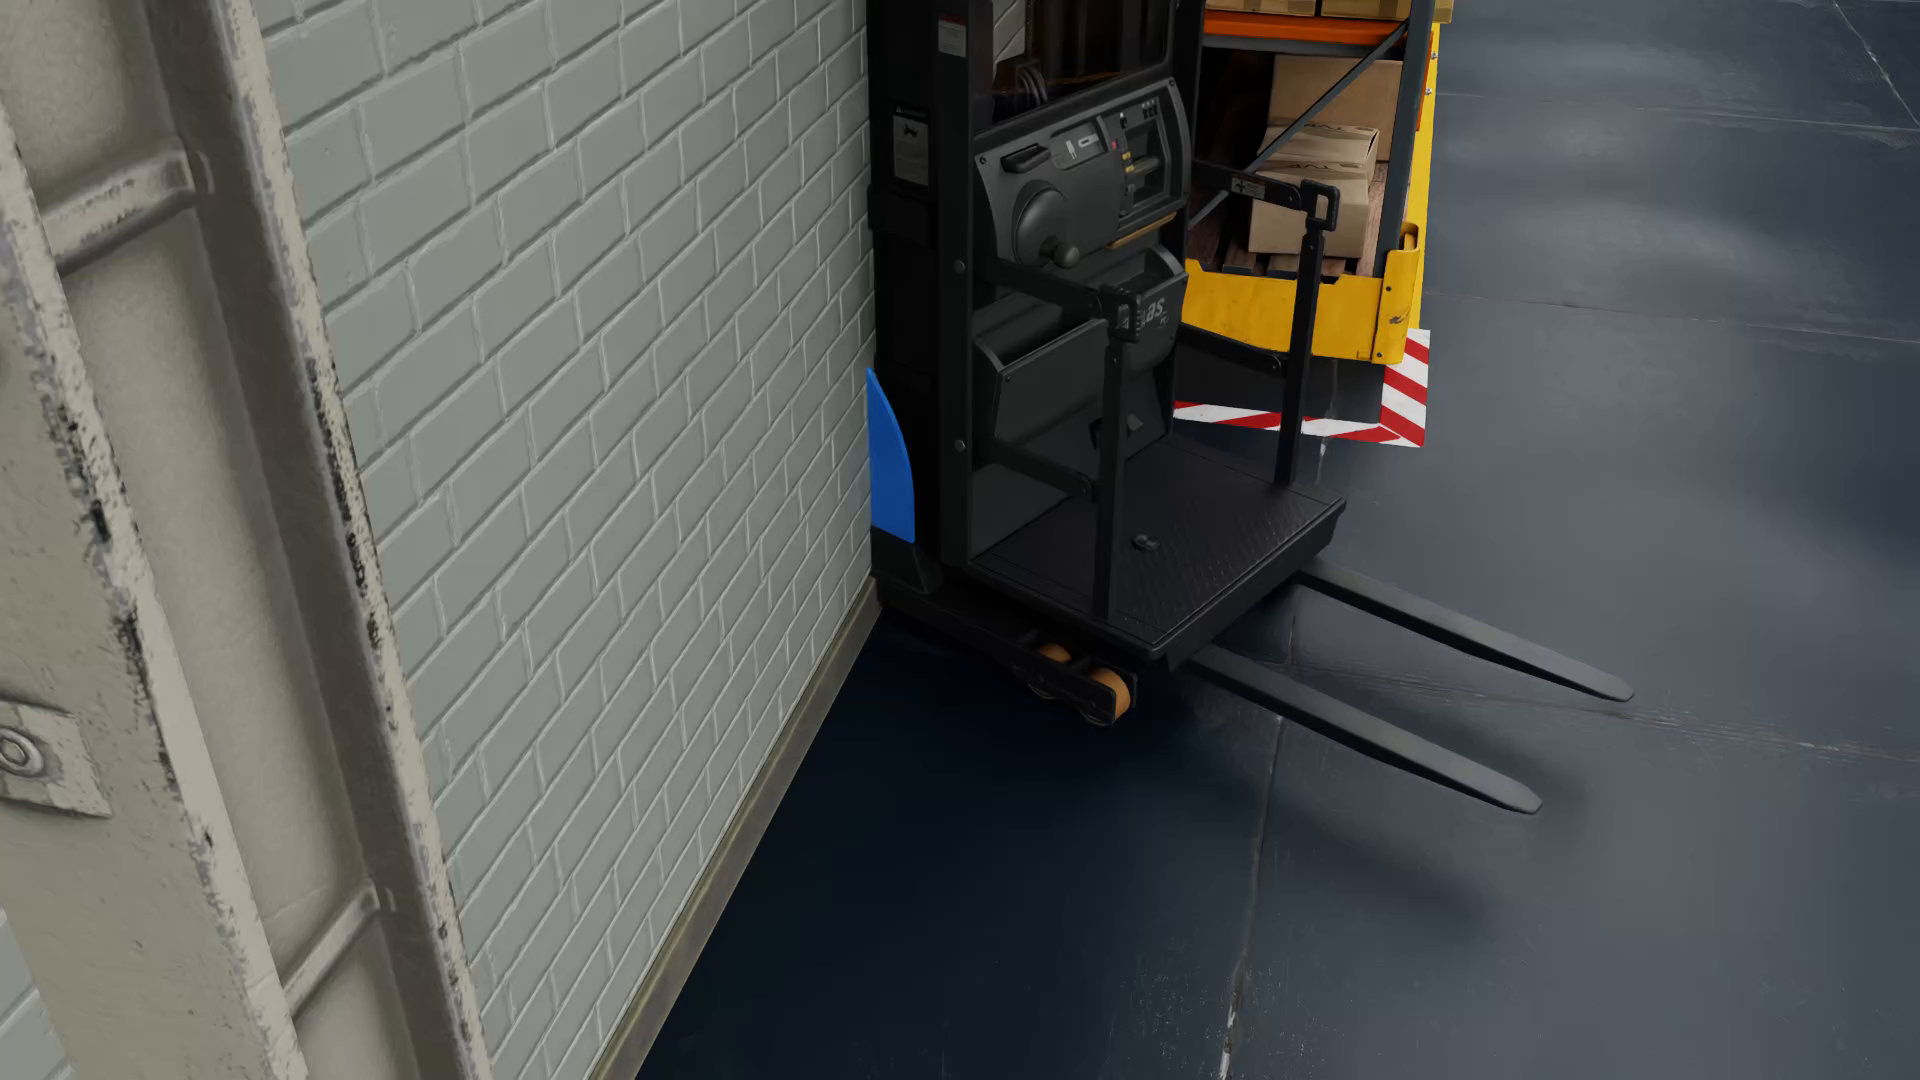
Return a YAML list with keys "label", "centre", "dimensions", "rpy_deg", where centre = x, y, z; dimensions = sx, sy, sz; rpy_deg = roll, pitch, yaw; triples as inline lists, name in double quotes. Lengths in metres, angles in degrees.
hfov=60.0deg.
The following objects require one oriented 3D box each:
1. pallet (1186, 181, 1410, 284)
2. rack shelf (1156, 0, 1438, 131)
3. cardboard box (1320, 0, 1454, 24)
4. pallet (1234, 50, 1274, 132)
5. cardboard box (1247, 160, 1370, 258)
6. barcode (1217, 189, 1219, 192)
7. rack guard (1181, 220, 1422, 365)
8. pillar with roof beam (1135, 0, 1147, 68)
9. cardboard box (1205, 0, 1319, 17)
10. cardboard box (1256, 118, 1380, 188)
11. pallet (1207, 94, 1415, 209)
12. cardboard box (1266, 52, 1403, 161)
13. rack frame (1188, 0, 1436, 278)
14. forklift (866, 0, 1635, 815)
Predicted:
- label: "pallet"
  centre: [1.547, -1.393, 7.744]
  dimensions: [1.003, 0.211, 1.213]
  rpy_deg: [8, 33, 12]
- label: "rack shelf"
  centre: [1.794, -2.847, 8.104]
  dimensions: [1.077, 0.370, 4.000]
  rpy_deg: [8, 33, 12]
- label: "cardboard box"
  centre: [1.718, -2.268, 6.643]
  dimensions: [0.500, 0.250, 0.500]
  rpy_deg: [7, 33, 11]
- label: "pallet"
  centre: [2.166, -2.659, 9.735]
  dimensions: [1.003, 0.211, 1.213]
  rpy_deg: [8, 33, 12]
- label: "cardboard box"
  centre: [1.550, -1.511, 7.427]
  dimensions: [0.500, 0.311, 0.500]
  rpy_deg: [4, 33, 7]
- label: "barcode"
  centre: [1.167, -1.579, 7.525]
  dimensions: [0.001, 0.075, 0.075]
  rpy_deg: [8, 33, 12]
- label: "rack guard"
  centre: [1.306, -1.098, 7.011]
  dimensions: [1.175, 0.500, 0.348]
  rpy_deg: [8, 33, 12]
- label: "pillar with roof beam"
  centre: [4.792, -4.540, 4.503]
  dimensions: [9.100, 9.000, 0.400]
  rpy_deg: [8, 33, 12]
- label: "cardboard box"
  centre: [1.218, -2.327, 6.736]
  dimensions: [0.500, 0.250, 0.500]
  rpy_deg: [8, 33, 13]
- label: "cardboard box"
  centre: [1.694, -1.807, 7.892]
  dimensions: [0.500, 0.311, 0.500]
  rpy_deg: [11, 34, 16]
- label: "pallet"
  centre: [1.858, -2.024, 8.736]
  dimensions: [1.003, 0.211, 1.213]
  rpy_deg: [8, 33, 12]
- label: "cardboard box"
  centre: [1.929, -2.260, 8.430]
  dimensions: [0.700, 0.500, 0.500]
  rpy_deg: [6, 33, 9]
- label: "rack frame"
  centre: [1.287, -2.113, 6.278]
  dimensions: [1.000, 3.000, 0.127]
  rpy_deg: [8, 33, 12]
- label: "forklift"
  centre: [0.527, -1.013, 4.612]
  dimensions: [3.031, 2.935, 1.130]
  rpy_deg: [25, 40, 33]
